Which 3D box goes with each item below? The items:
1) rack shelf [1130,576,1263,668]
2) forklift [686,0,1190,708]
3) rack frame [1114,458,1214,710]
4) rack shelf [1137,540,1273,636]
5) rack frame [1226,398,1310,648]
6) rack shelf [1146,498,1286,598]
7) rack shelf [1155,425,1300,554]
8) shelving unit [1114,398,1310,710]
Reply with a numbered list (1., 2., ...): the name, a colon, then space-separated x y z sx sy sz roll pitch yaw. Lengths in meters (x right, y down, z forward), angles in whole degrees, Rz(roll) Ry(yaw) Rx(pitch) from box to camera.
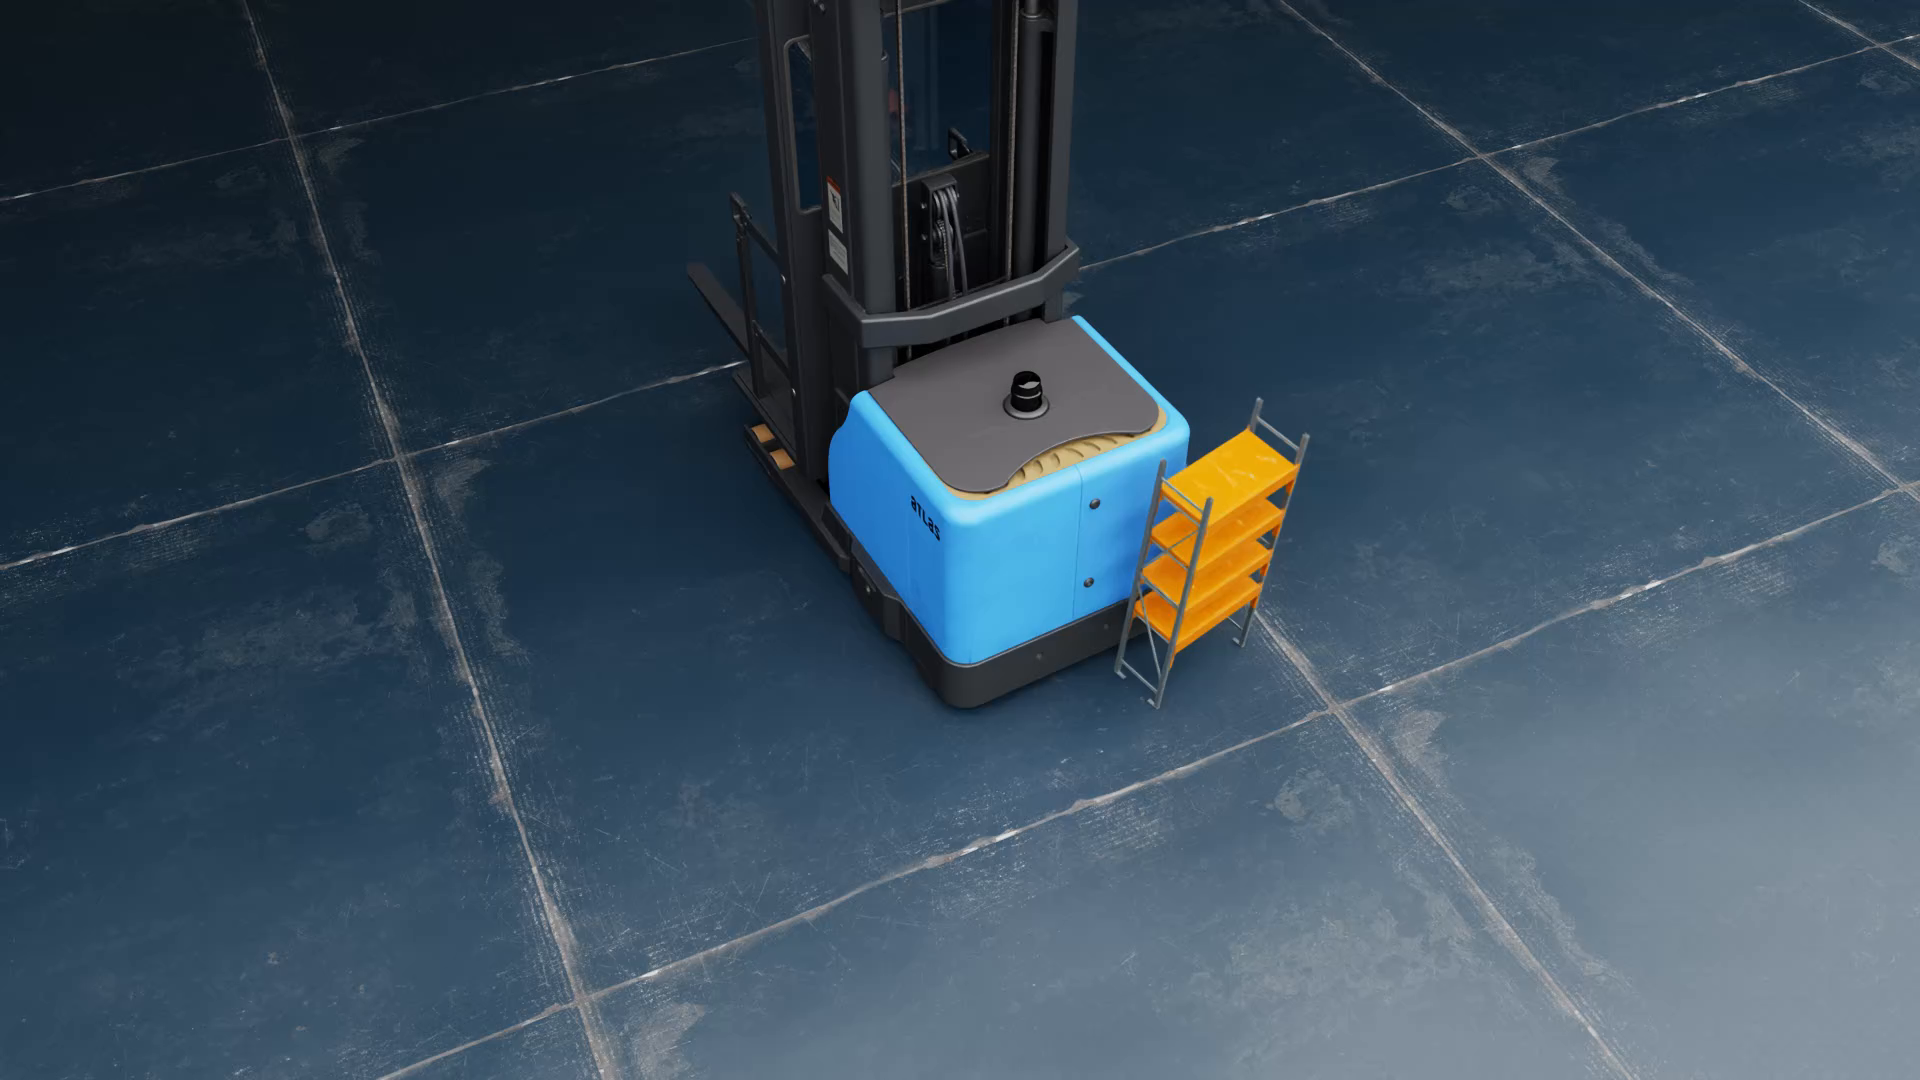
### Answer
1. rack shelf: 0.895 0.252 6.371 0.480 0.148 0.258 -31 58 -28
2. forklift: -0.311 -1.428 6.479 1.130 2.935 3.031 -22 49 -21
3. rack frame: 0.728 0.190 6.057 0.015 1.200 0.240 -31 58 -28
4. rack shelf: 0.907 0.121 6.221 0.480 0.148 0.258 -31 58 -28
5. rack frame: 1.096 -0.036 6.285 0.015 1.200 0.240 -31 58 -28
6. rack shelf: 0.921 -0.026 6.053 0.480 0.148 0.258 -31 58 -28
7. rack shelf: 0.936 -0.181 5.876 0.480 0.148 0.258 -31 58 -28
8. shelving unit: 0.912 0.077 6.171 0.503 1.200 0.258 -31 58 -28
